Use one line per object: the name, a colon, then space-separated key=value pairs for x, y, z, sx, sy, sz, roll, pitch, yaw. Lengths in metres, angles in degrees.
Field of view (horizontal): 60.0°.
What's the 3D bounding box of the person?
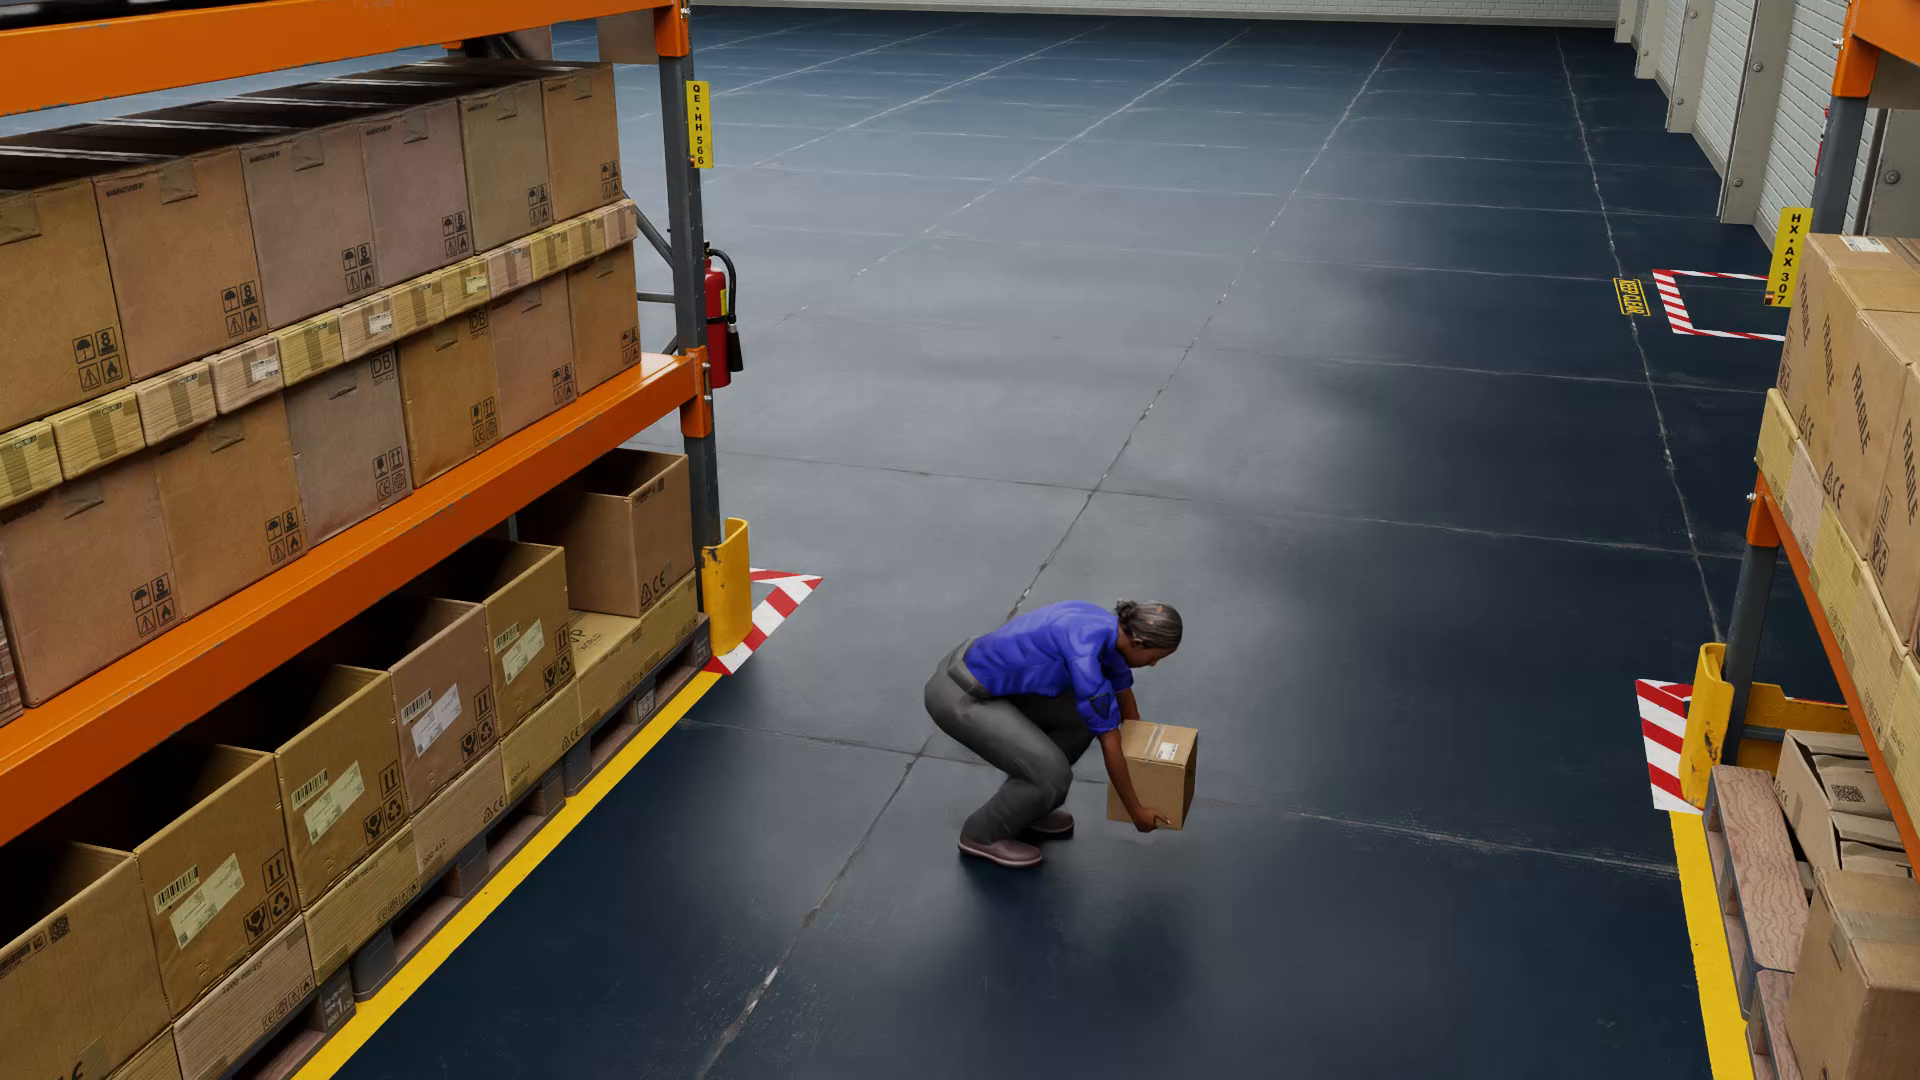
person: x=0.315 y=0.616 z=5.543 sx=0.856 sy=0.941 sz=0.454 roll=6 pitch=23 yaw=14
